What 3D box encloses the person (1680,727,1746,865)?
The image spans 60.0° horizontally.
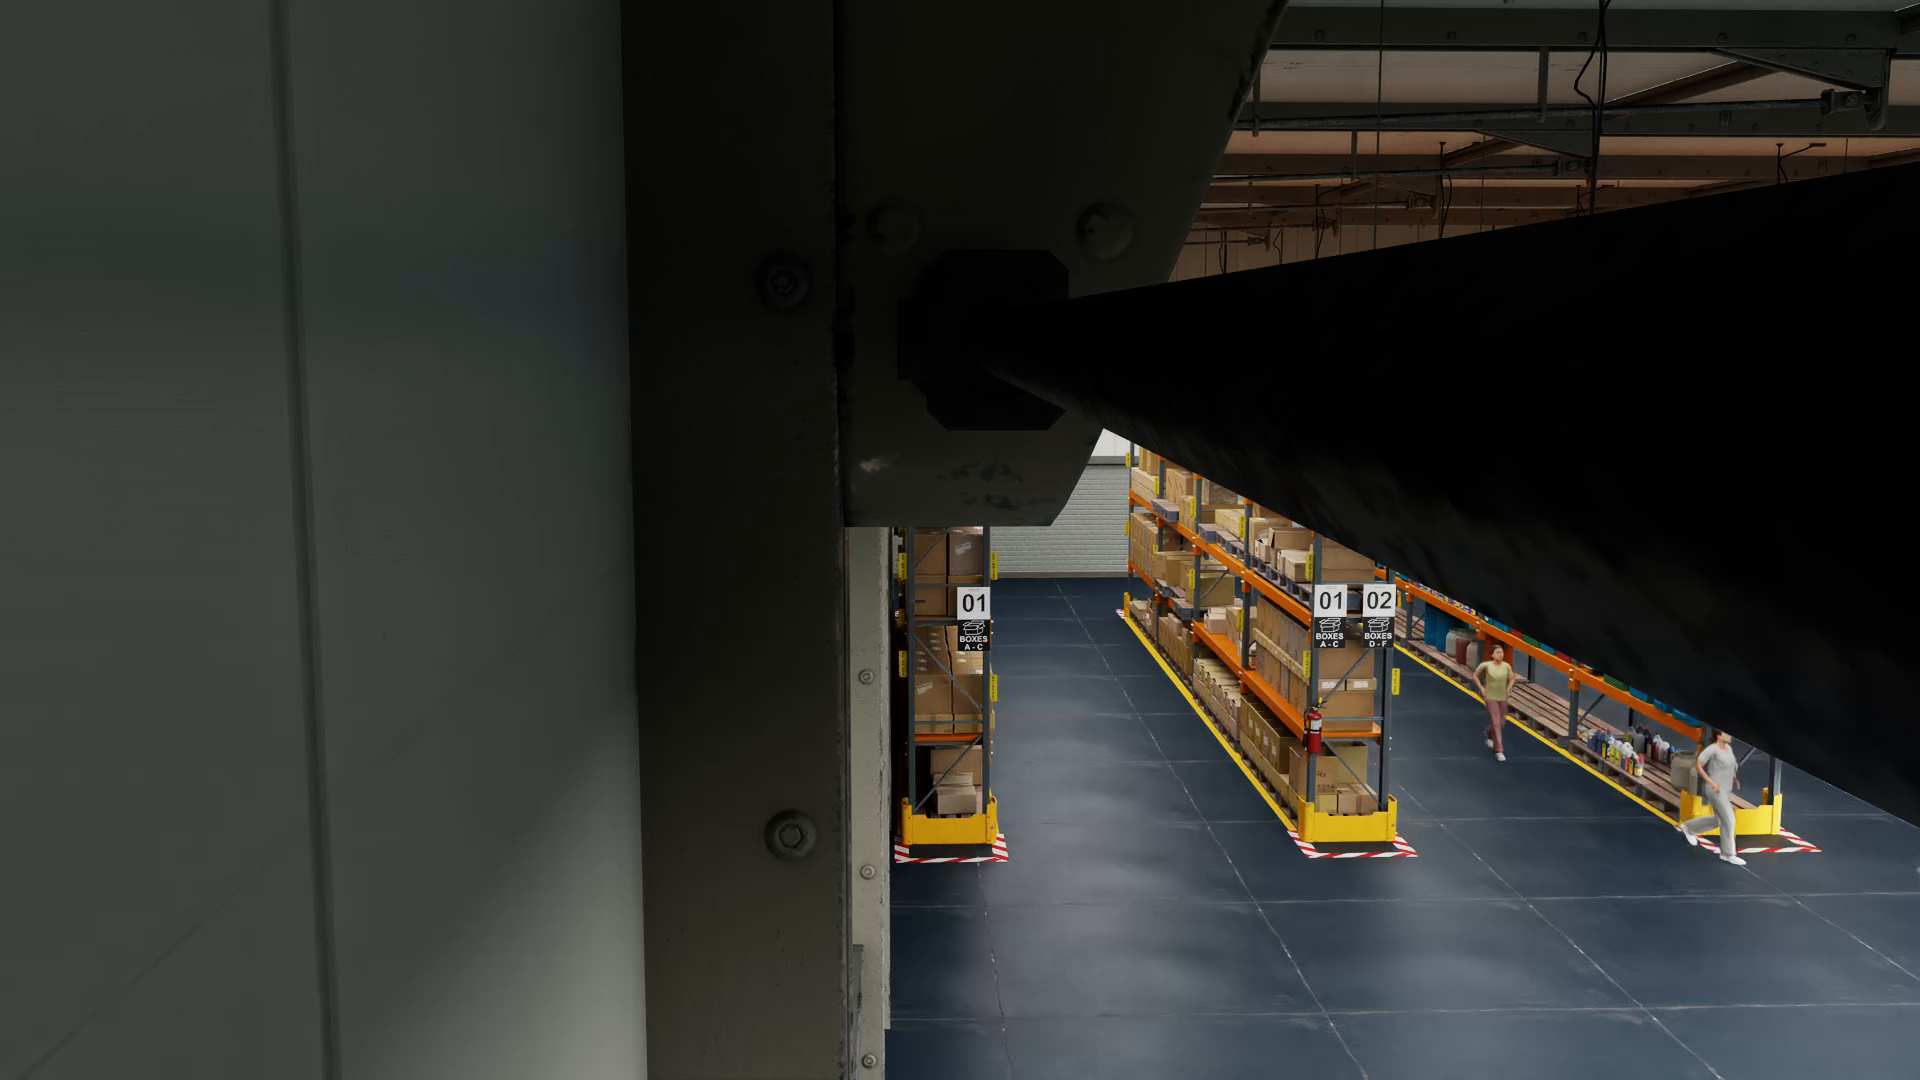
[{"bbox_3d":[9.012,2.981,19.841,0.580,1.650,0.837,-6,9,-38],"label":"person"}]

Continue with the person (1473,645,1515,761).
[{"bbox_3d":[7.899,2.361,24.523,0.584,1.662,0.791,-1,7,-5],"label":"person"}]
